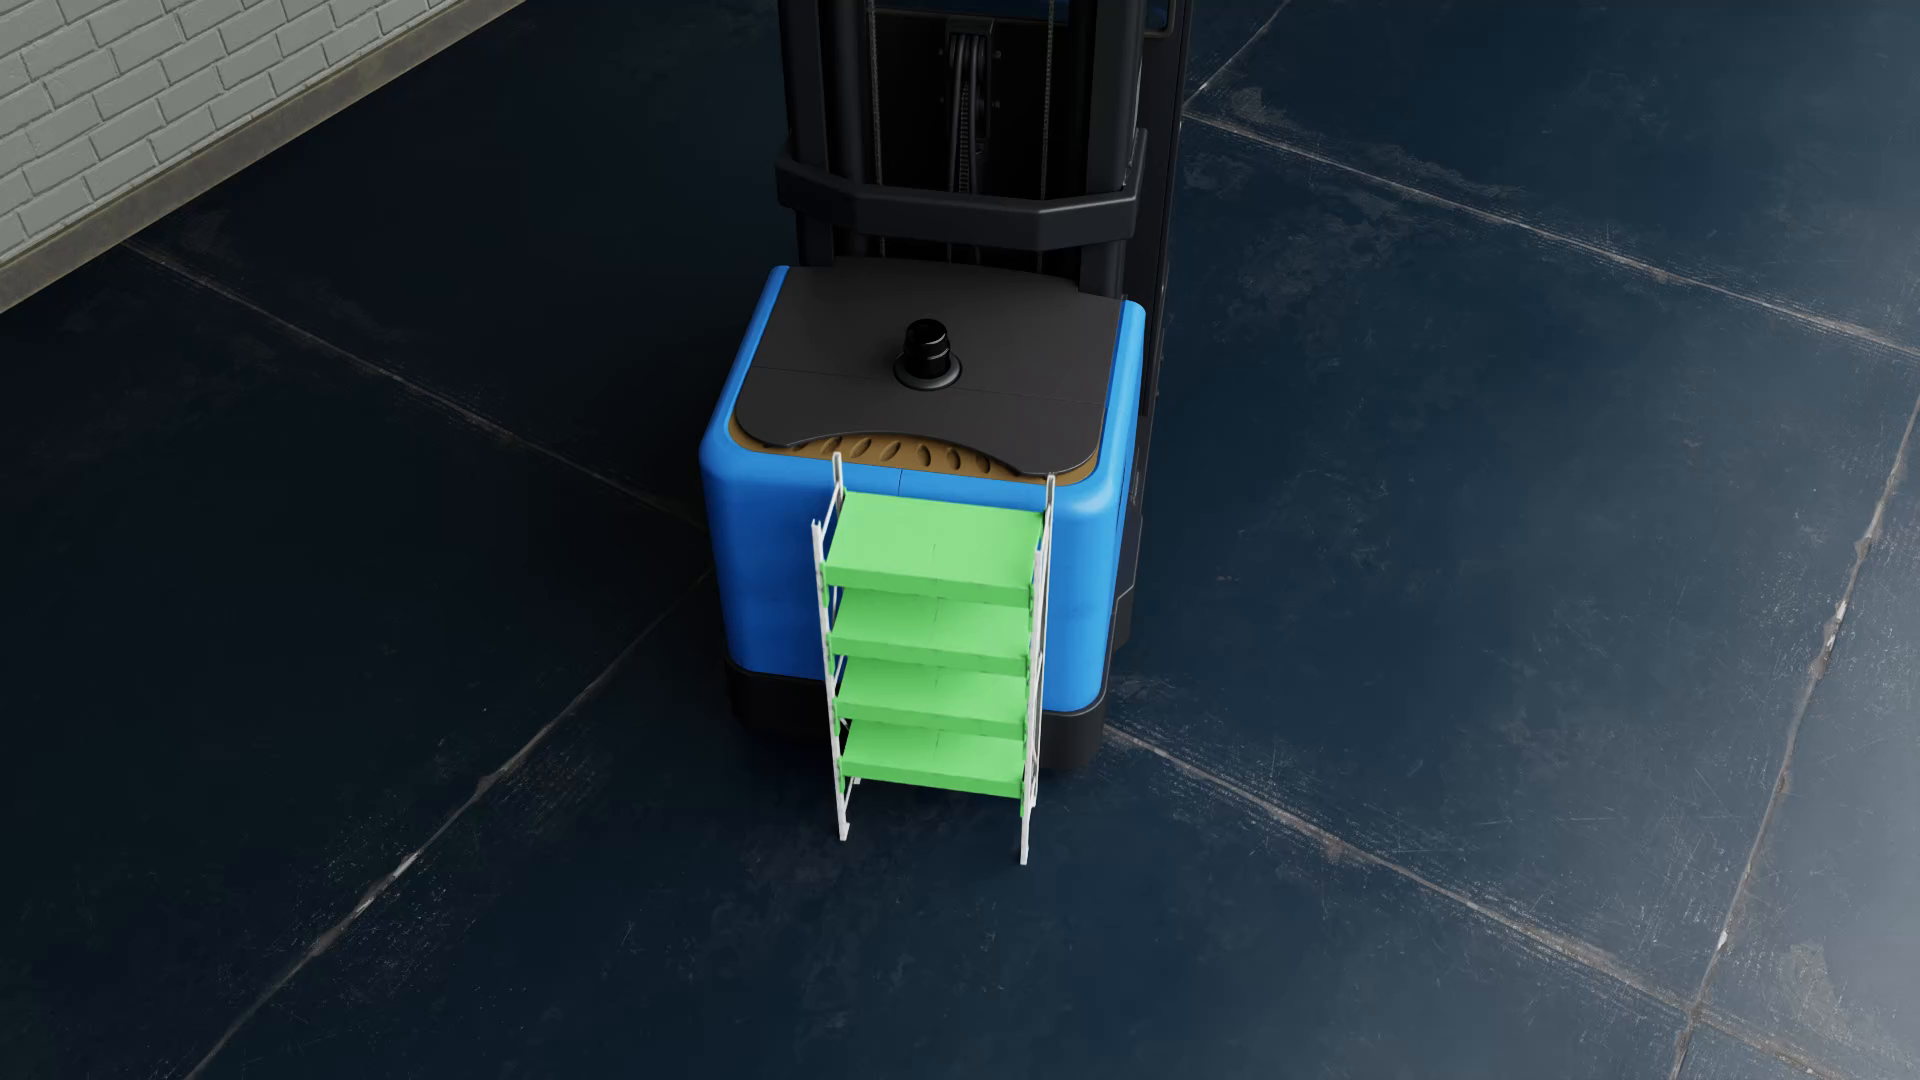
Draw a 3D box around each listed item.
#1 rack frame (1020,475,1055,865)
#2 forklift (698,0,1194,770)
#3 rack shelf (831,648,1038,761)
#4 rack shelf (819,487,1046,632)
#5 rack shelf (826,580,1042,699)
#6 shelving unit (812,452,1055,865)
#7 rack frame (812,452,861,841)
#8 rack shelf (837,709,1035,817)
[{"bbox_3d":[0.186,0.359,4.065,0.015,1.200,0.240,6,46,6],"label":"rack frame"},{"bbox_3d":[0.103,-1.464,4.629,1.130,2.935,3.031,7,46,7],"label":"forklift"},{"bbox_3d":[-0.055,0.376,4.137,0.480,0.148,0.258,6,46,6],"label":"rack shelf"},{"bbox_3d":[-0.055,0.042,3.793,0.480,0.148,0.258,6,46,6],"label":"rack shelf"},{"bbox_3d":[-0.055,0.209,3.965,0.480,0.148,0.258,6,46,6],"label":"rack shelf"},{"bbox_3d":[-0.055,0.332,4.091,0.503,1.200,0.258,6,46,6],"label":"shelving unit"},{"bbox_3d":[-0.296,0.304,4.118,0.015,1.200,0.240,6,46,6],"label":"rack frame"},{"bbox_3d":[-0.055,0.543,4.309,0.480,0.148,0.258,6,46,6],"label":"rack shelf"}]
